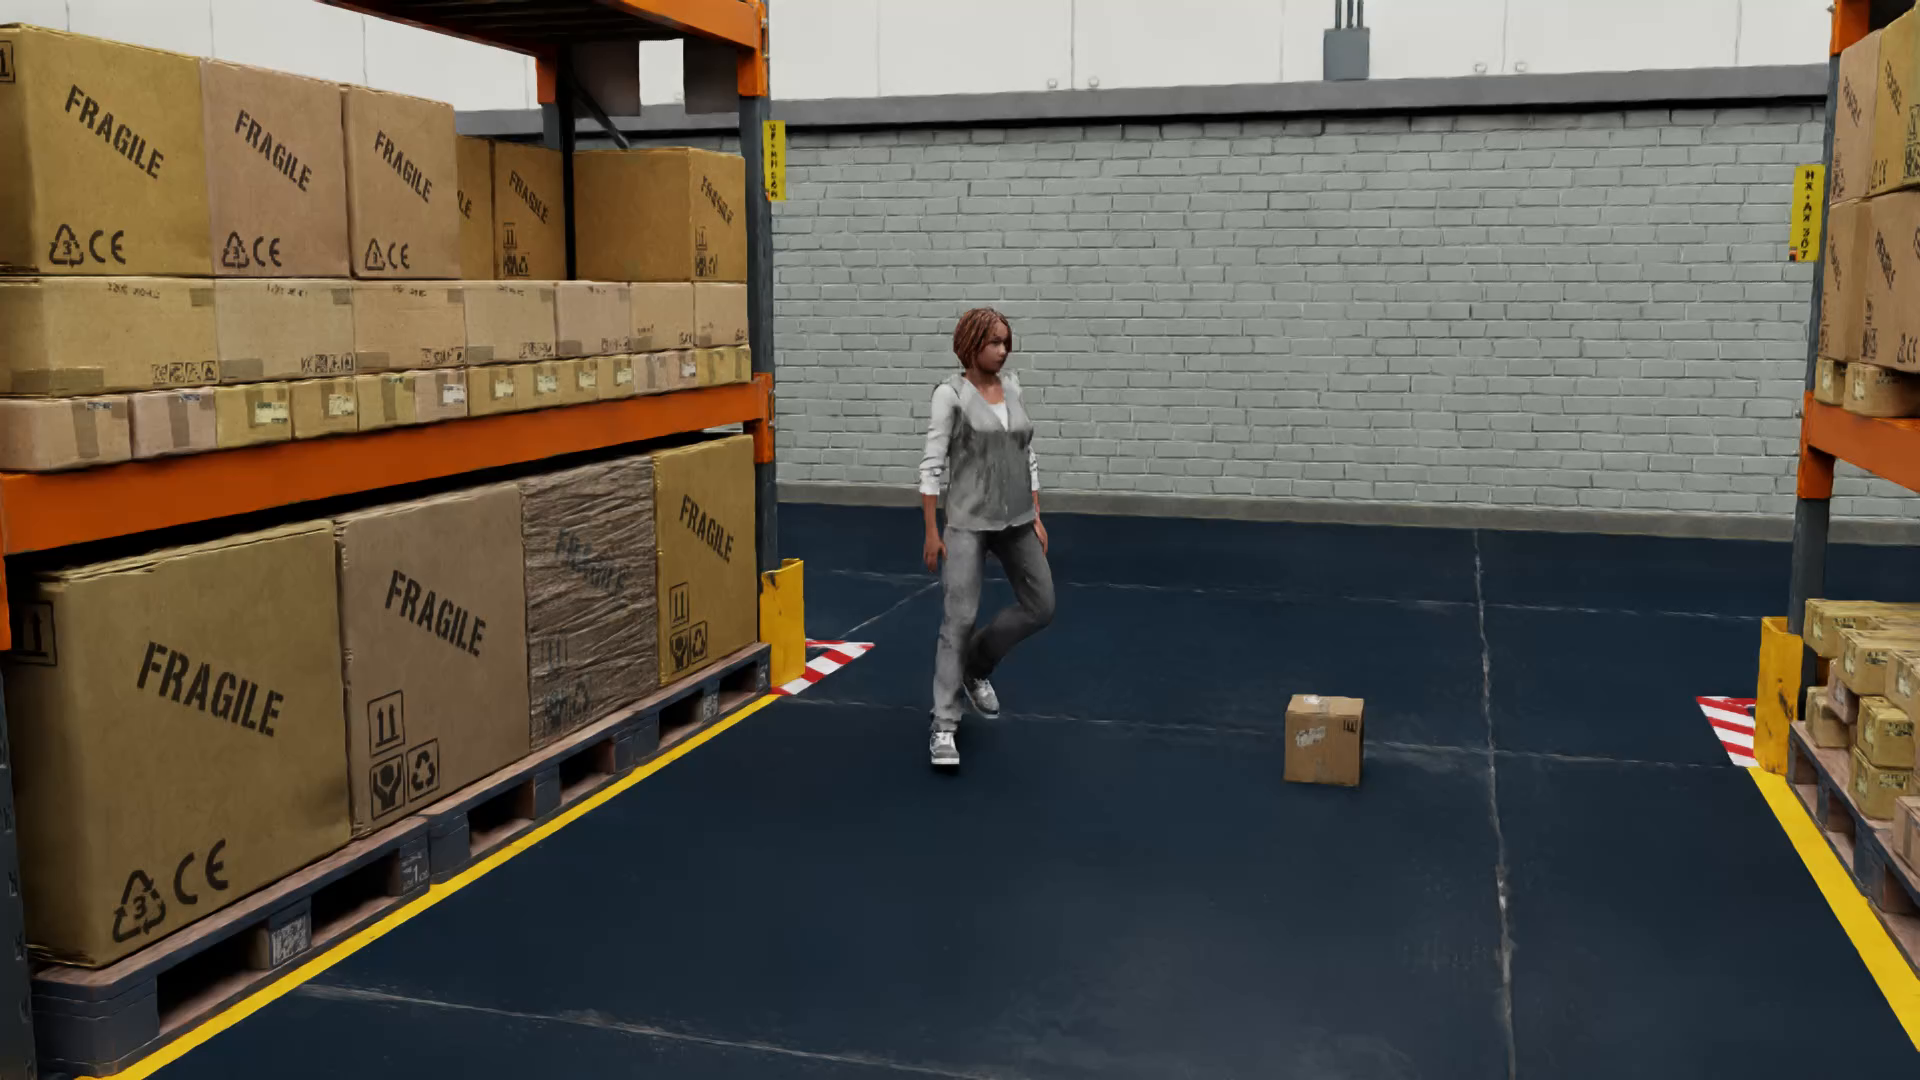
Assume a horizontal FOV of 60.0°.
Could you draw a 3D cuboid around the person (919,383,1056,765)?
[{"bbox_3d":[0.034,0.078,6.026,0.560,1.358,0.498,-6,10,-35],"label":"person"}]
